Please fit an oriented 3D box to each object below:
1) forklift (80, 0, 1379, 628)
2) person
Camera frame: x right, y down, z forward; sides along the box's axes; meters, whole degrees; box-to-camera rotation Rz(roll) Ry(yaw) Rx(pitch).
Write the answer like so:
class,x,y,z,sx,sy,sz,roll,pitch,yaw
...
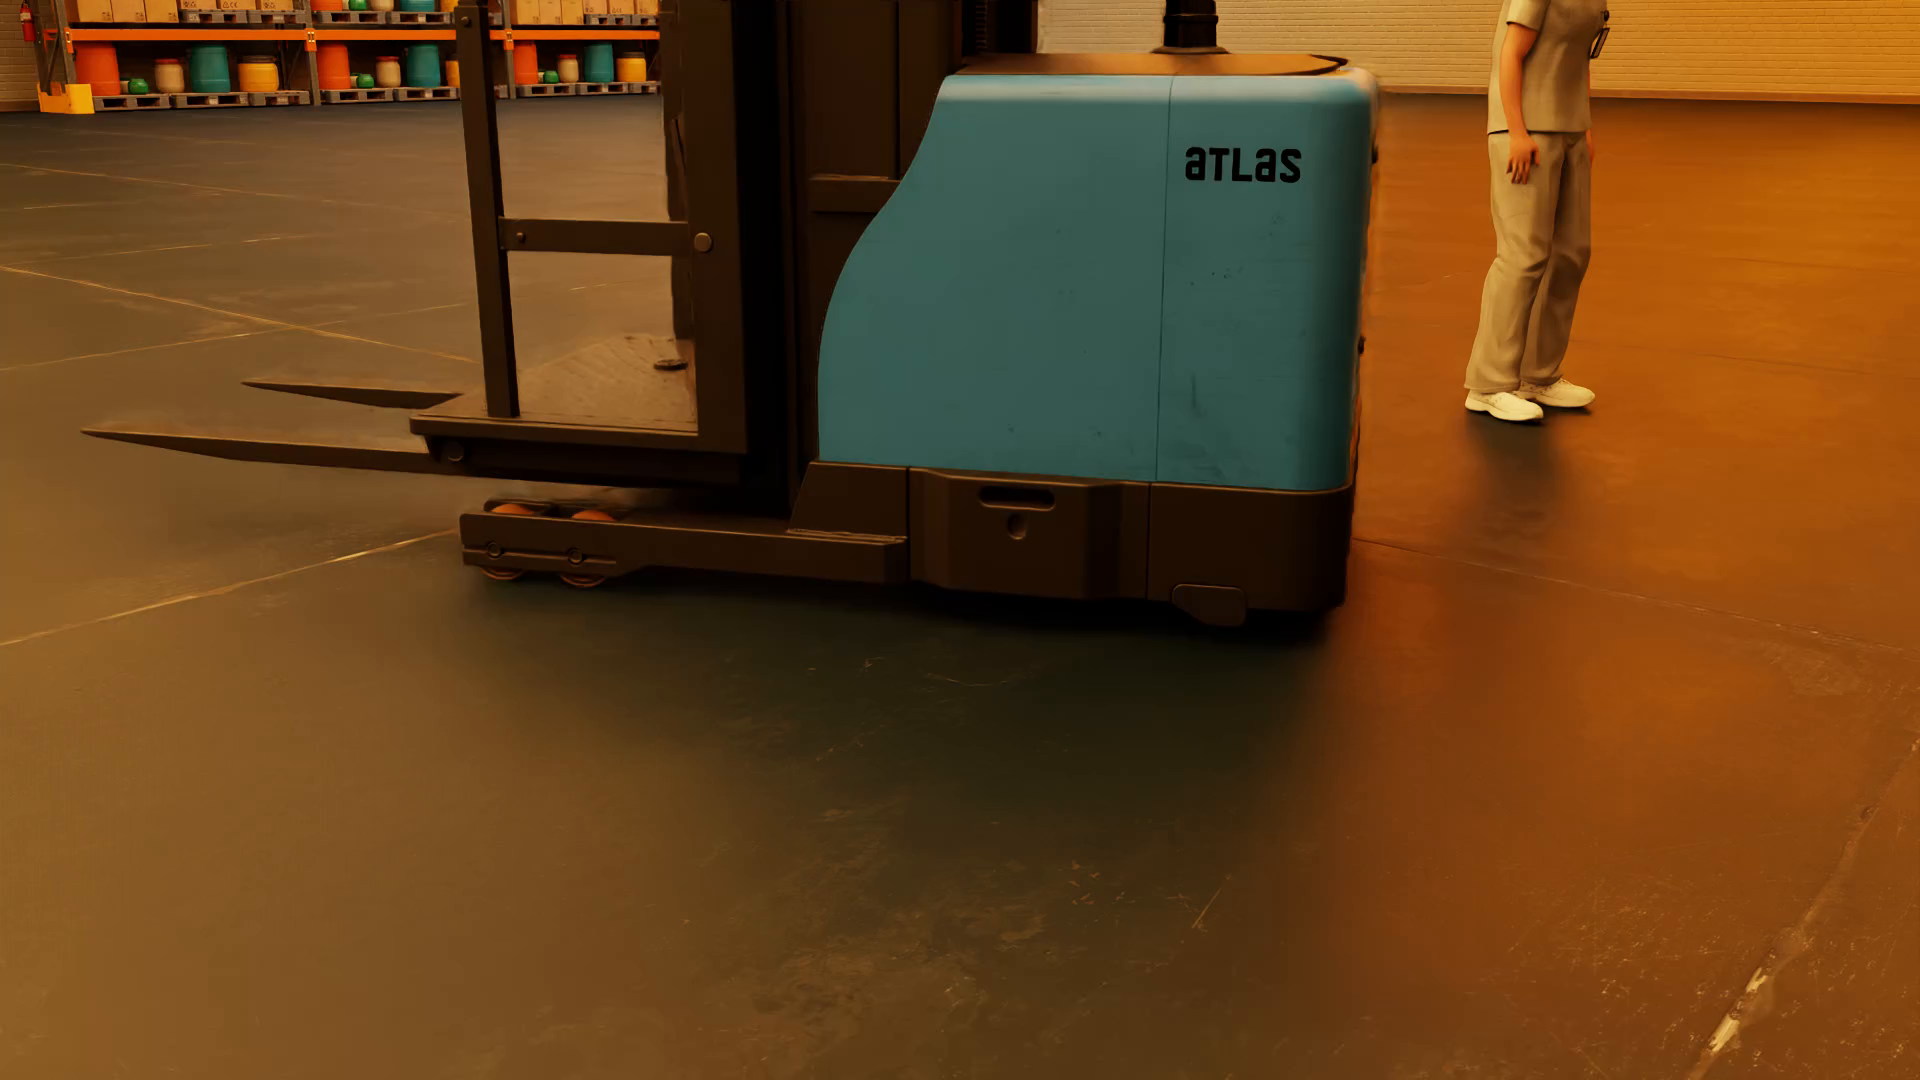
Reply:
class,x,y,z,sx,sy,sz,roll,pitch,yaw
forklift,-0.601,-1.442,3.648,3.031,2.935,1.130,4,17,14
person,1.812,-1.229,5.113,0.498,1.671,0.361,-15,22,-41
